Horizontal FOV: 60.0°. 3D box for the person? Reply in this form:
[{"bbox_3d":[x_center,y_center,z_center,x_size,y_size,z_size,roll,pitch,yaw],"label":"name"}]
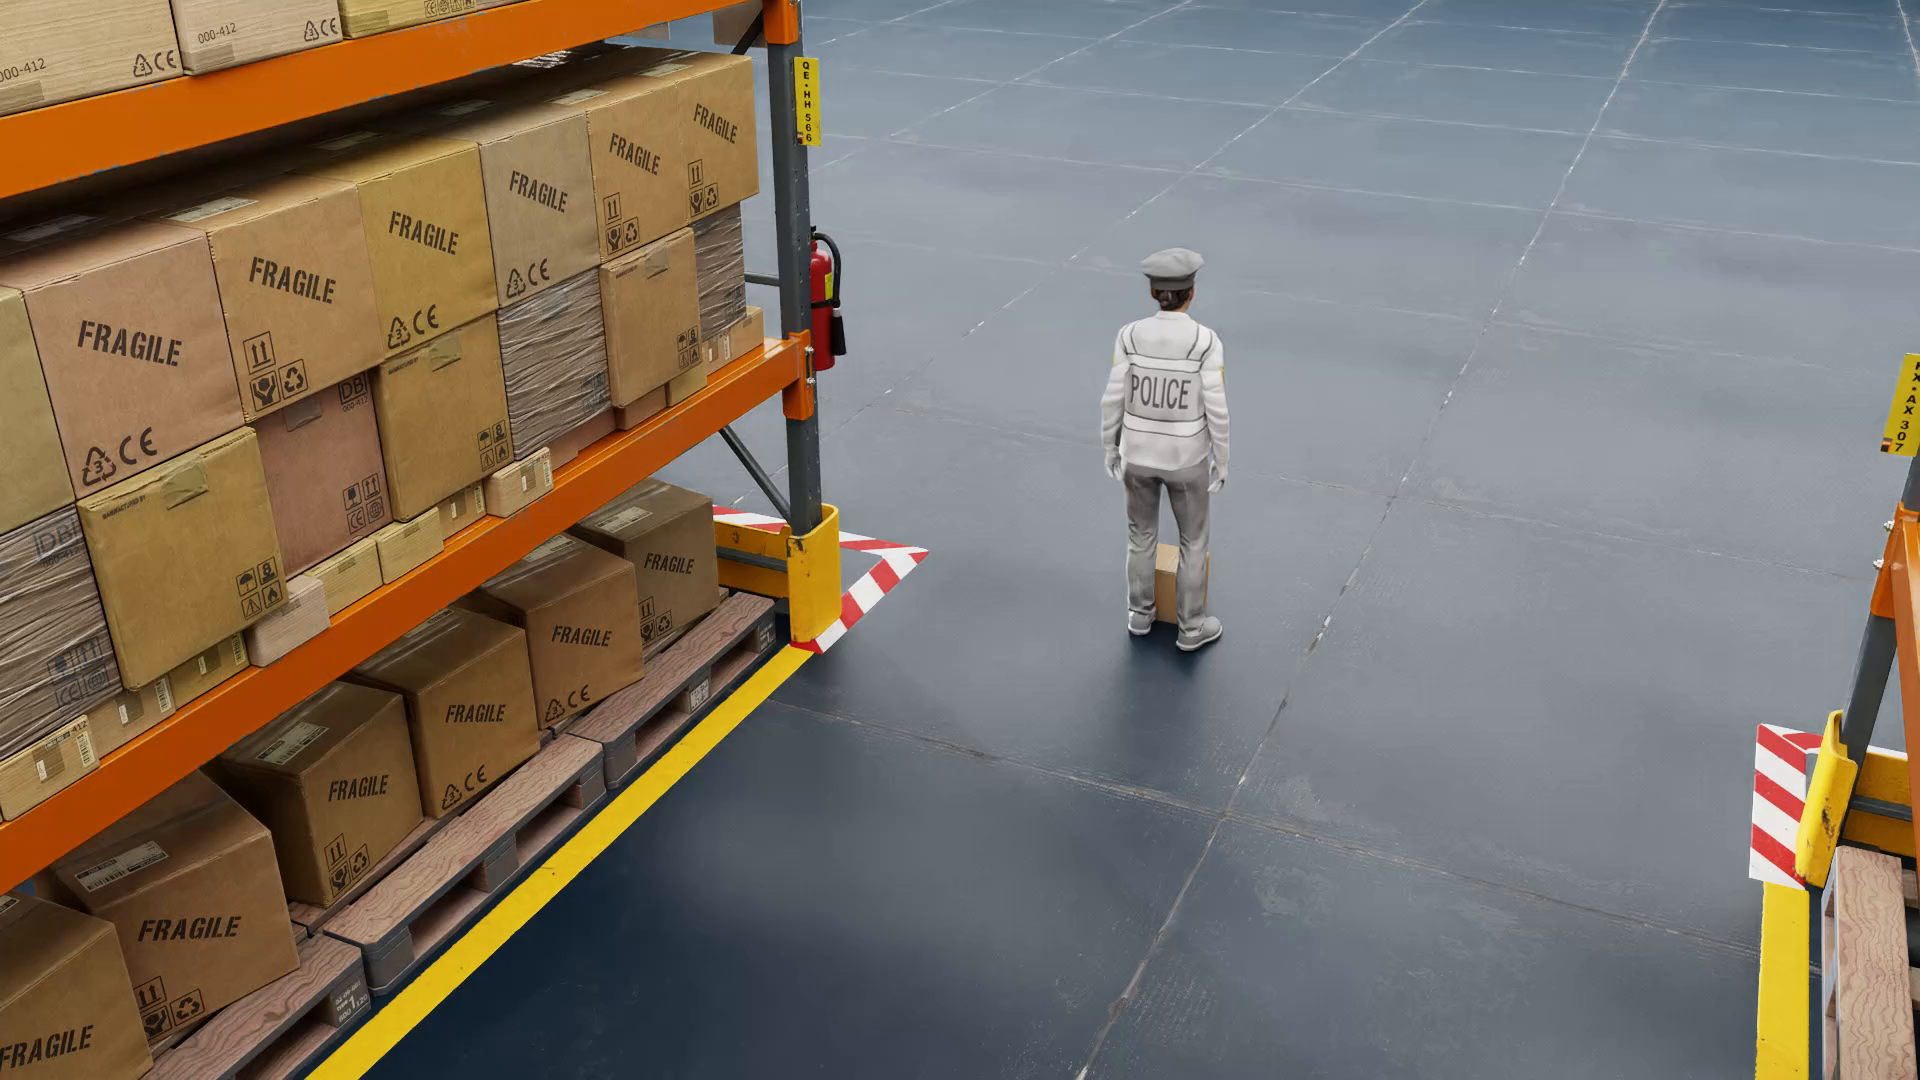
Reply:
[{"bbox_3d":[0.847,-0.347,6.813,0.539,1.661,0.415,10,28,19],"label":"person"}]
